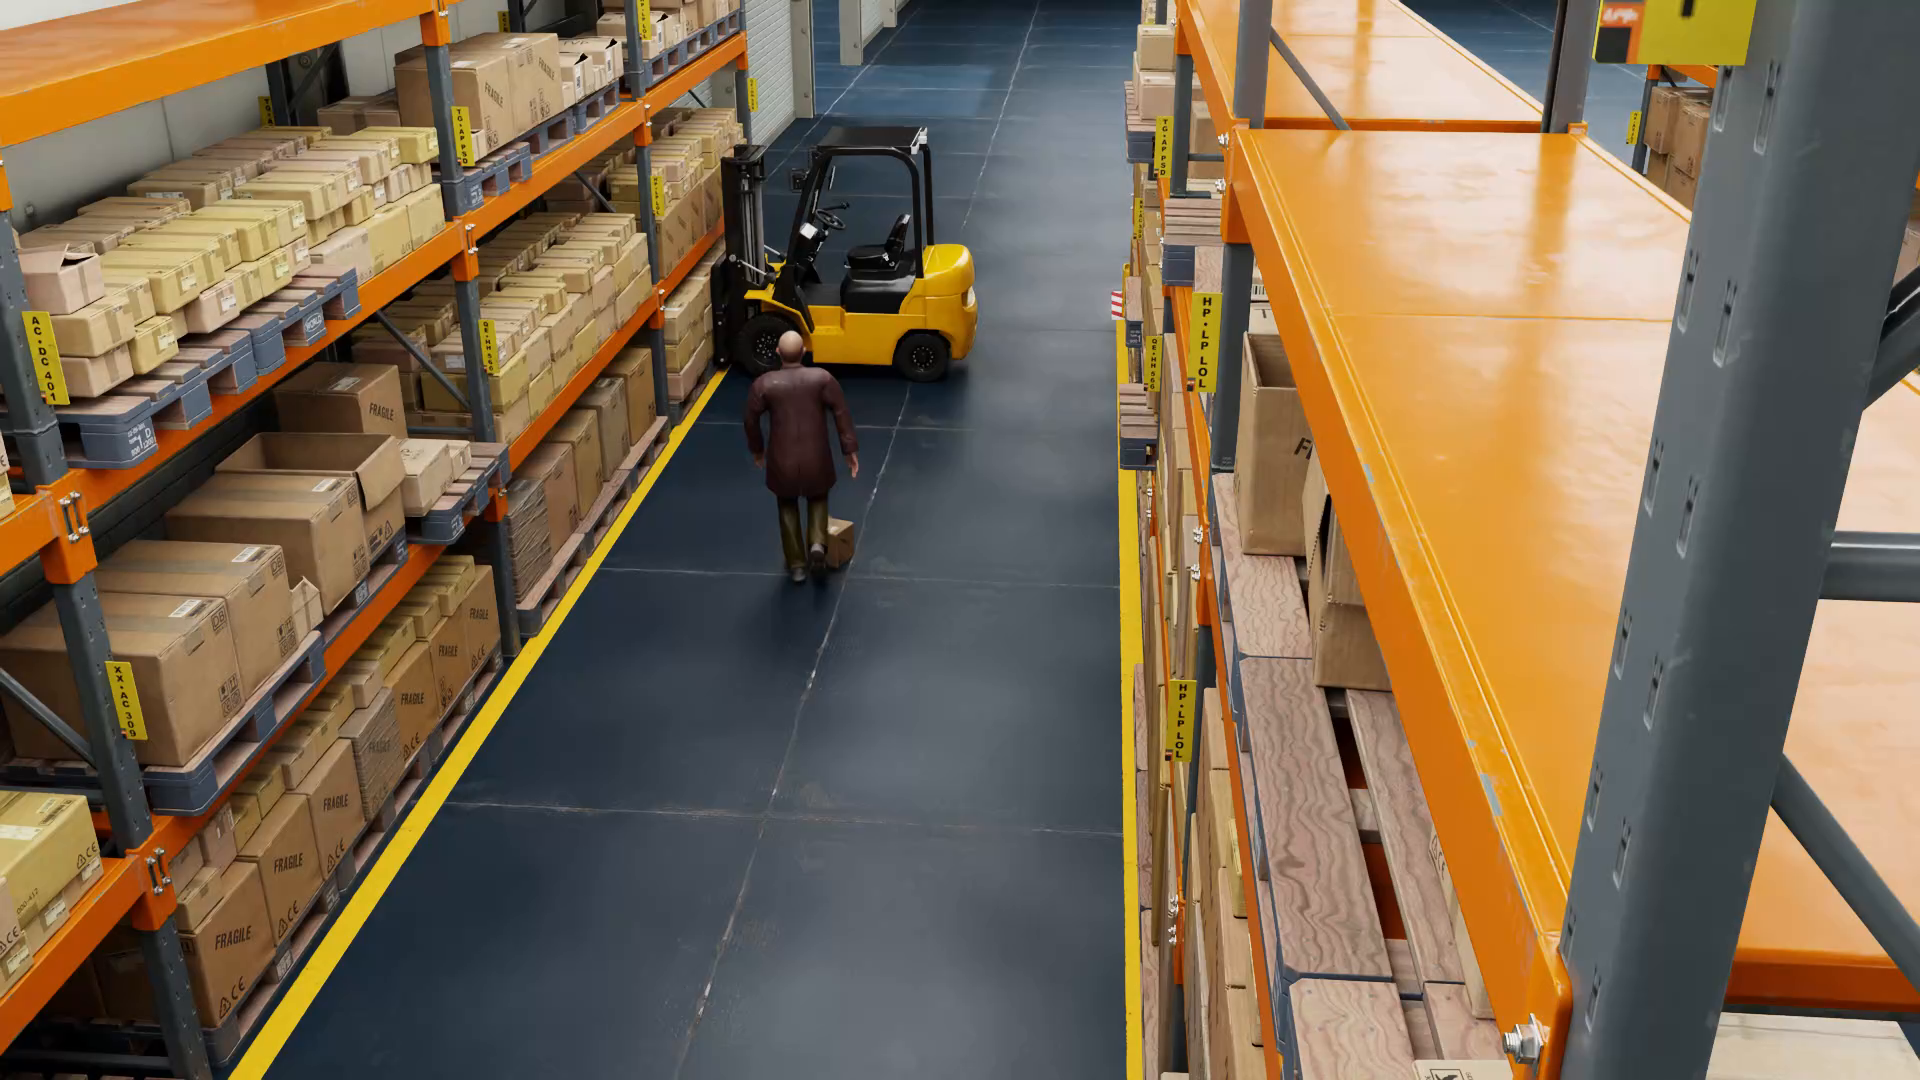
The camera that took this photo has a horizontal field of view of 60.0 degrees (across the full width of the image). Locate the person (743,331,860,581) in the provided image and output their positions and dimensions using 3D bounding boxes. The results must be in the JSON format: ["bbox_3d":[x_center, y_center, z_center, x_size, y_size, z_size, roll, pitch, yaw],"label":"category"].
[{"bbox_3d":[-1.072,-0.553,11.331,0.776,1.715,0.615,-2,24,-5],"label":"person"}]
